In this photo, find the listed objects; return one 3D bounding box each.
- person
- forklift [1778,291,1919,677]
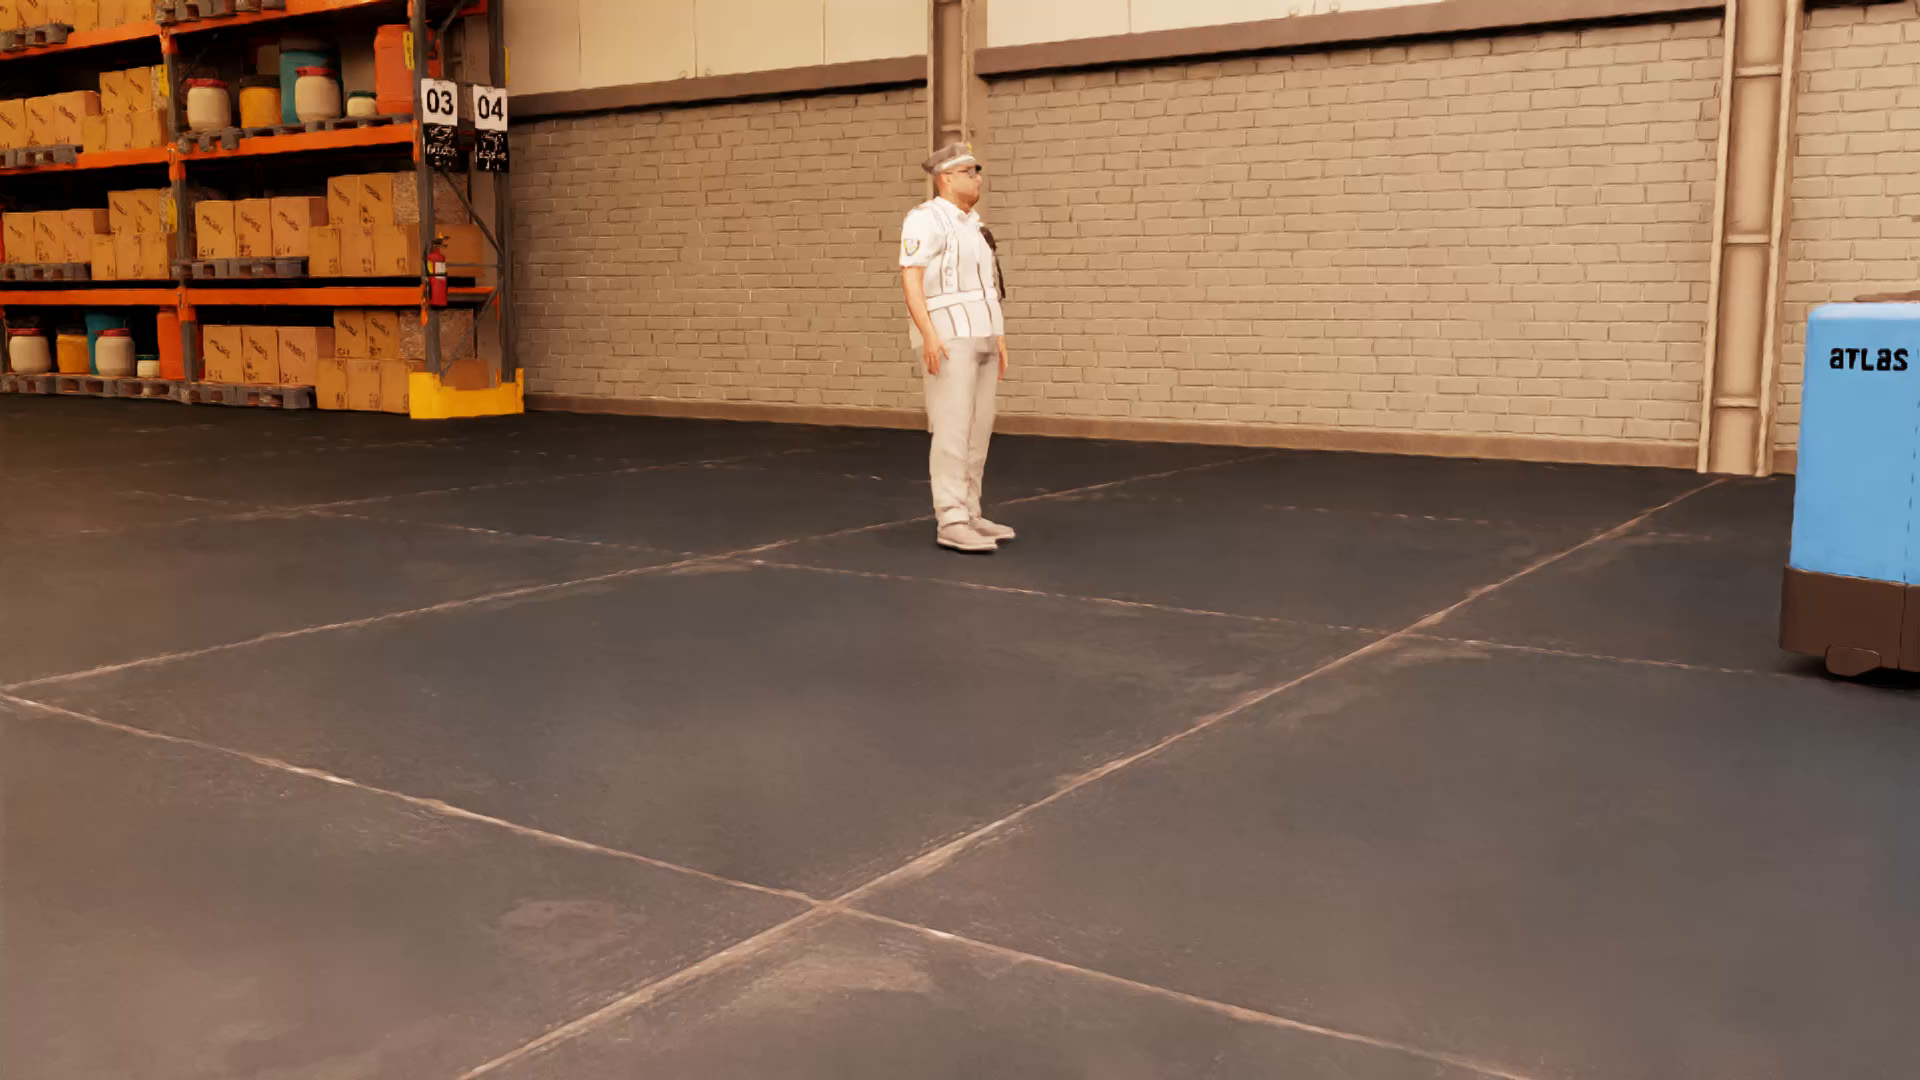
[{"bbox_3d":[0.058,-0.881,7.424,0.574,1.778,0.640,5,10,34],"label":"person"},{"bbox_3d":[3.675,-0.936,3.778,1.130,2.935,3.031,-6,10,-36],"label":"forklift"}]
